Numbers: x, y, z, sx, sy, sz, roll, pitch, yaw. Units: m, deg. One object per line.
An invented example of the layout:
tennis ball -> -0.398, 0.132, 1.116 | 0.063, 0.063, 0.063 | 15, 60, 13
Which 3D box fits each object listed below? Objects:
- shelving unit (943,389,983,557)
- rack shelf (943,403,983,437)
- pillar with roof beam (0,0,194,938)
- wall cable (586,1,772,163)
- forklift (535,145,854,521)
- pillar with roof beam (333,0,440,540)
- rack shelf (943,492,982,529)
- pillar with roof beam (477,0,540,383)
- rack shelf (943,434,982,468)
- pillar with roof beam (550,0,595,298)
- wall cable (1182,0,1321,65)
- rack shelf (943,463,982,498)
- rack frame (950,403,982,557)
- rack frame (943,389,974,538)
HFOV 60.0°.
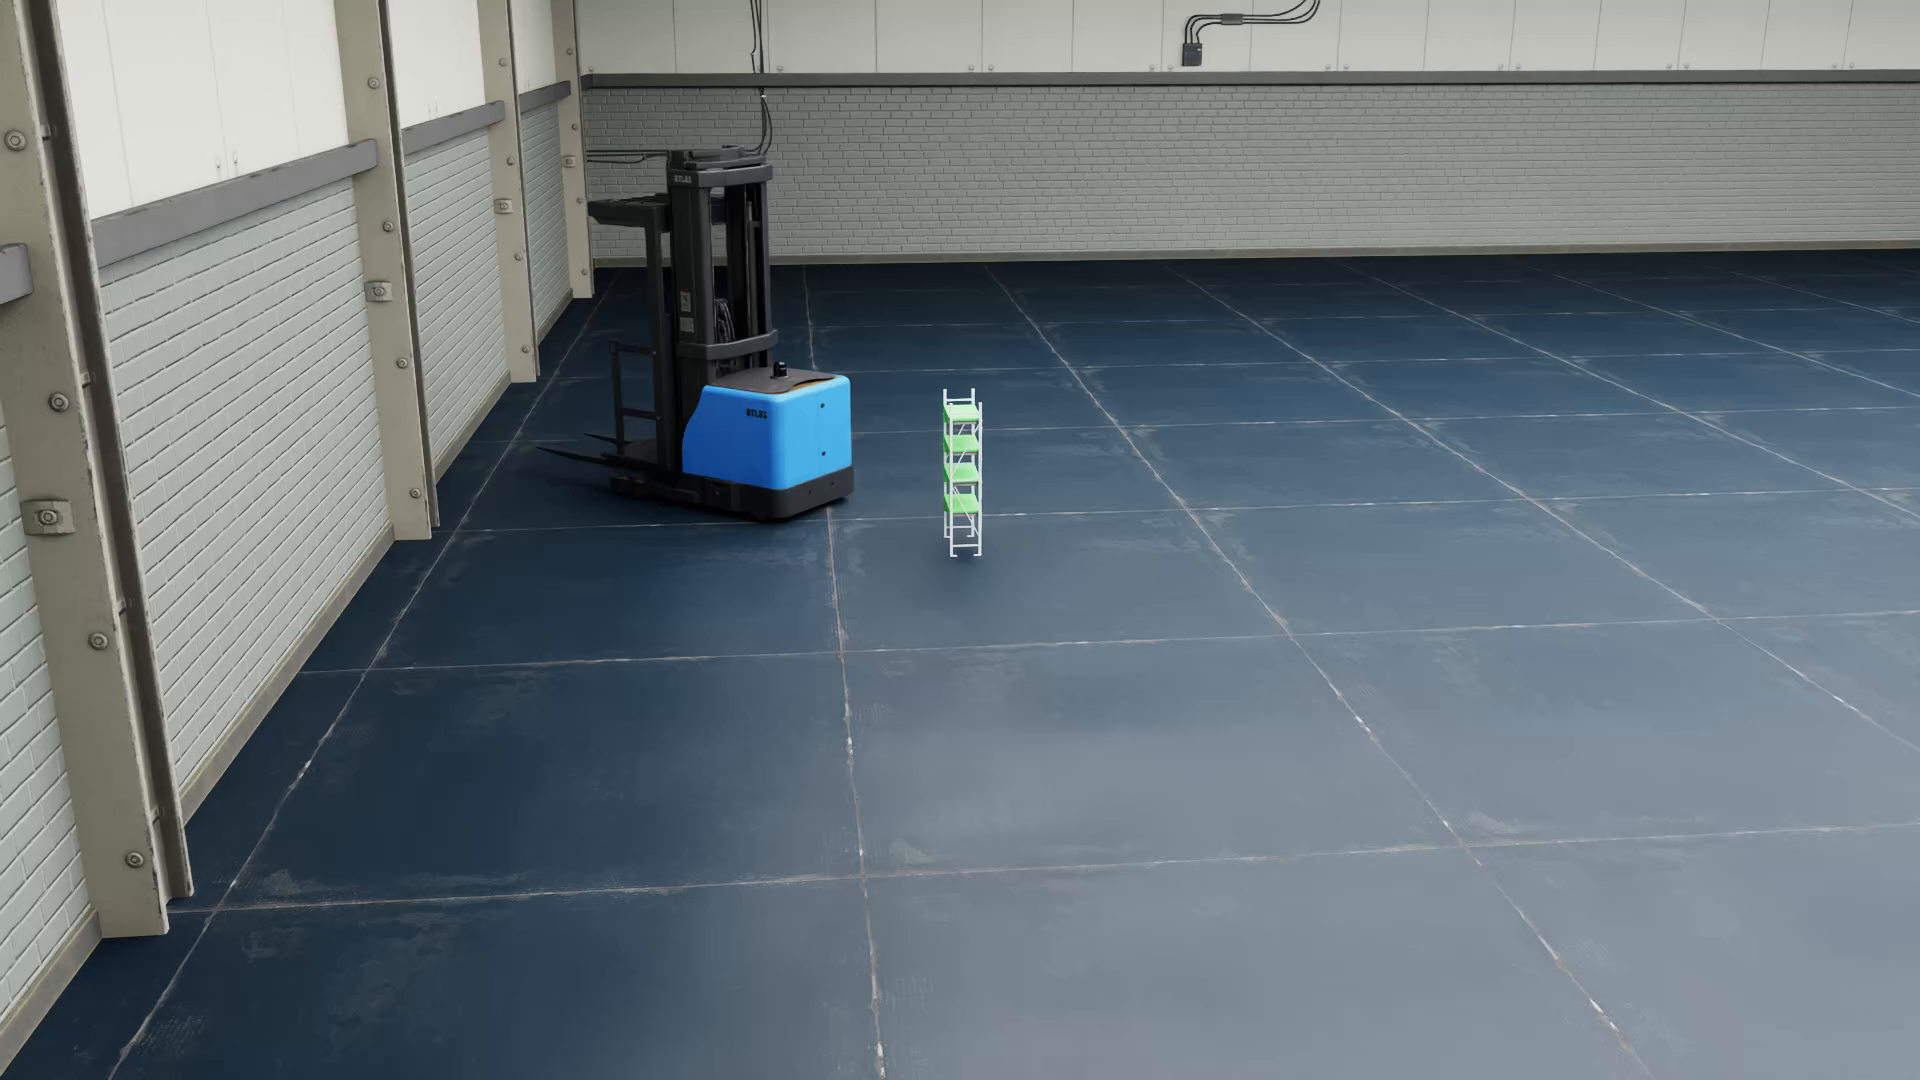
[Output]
shelving unit -> 0.017, -0.523, 12.840 | 0.258, 1.200, 0.503 | -2, 18, -6
rack shelf -> 0.017, -0.920, 12.716 | 0.258, 0.148, 0.480 | -2, 18, -6
pillar with roof beam -> 0.521, -2.700, 6.754 | 9.100, 9.000, 0.400 | -2, 18, -6
wall cable -> -4.606, -7.367, 26.803 | 3.097, 2.526, 0.112 | -2, 18, -6
forklift -> -2.425, -1.873, 14.251 | 3.031, 2.935, 1.130 | 11, 21, 31
pillar with roof beam -> -0.098, -4.488, 12.448 | 9.100, 9.000, 0.400 | -2, 18, -6
rack shelf -> 0.017, -0.233, 12.931 | 0.258, 0.148, 0.480 | -2, 18, -6
pillar with roof beam -> -0.716, -6.275, 18.142 | 9.100, 9.000, 0.400 | -2, 18, -6
rack shelf -> 0.017, -0.691, 12.788 | 0.258, 0.148, 0.480 | -2, 18, -6
pillar with roof beam -> -1.335, -8.063, 23.836 | 9.100, 9.000, 0.400 | -2, 18, -6
wall cable -> 4.839, -10.760, 26.748 | 2.305, 6.003, 0.169 | -2, 18, -6
rack shelf -> 0.017, -0.462, 12.859 | 0.258, 0.148, 0.480 | -2, 18, -6
rack frame -> 0.042, -0.450, 12.609 | 0.240, 1.200, 0.015 | -2, 18, -6
rack frame -> -0.008, -0.596, 13.072 | 0.240, 1.200, 0.015 | -2, 18, -6
